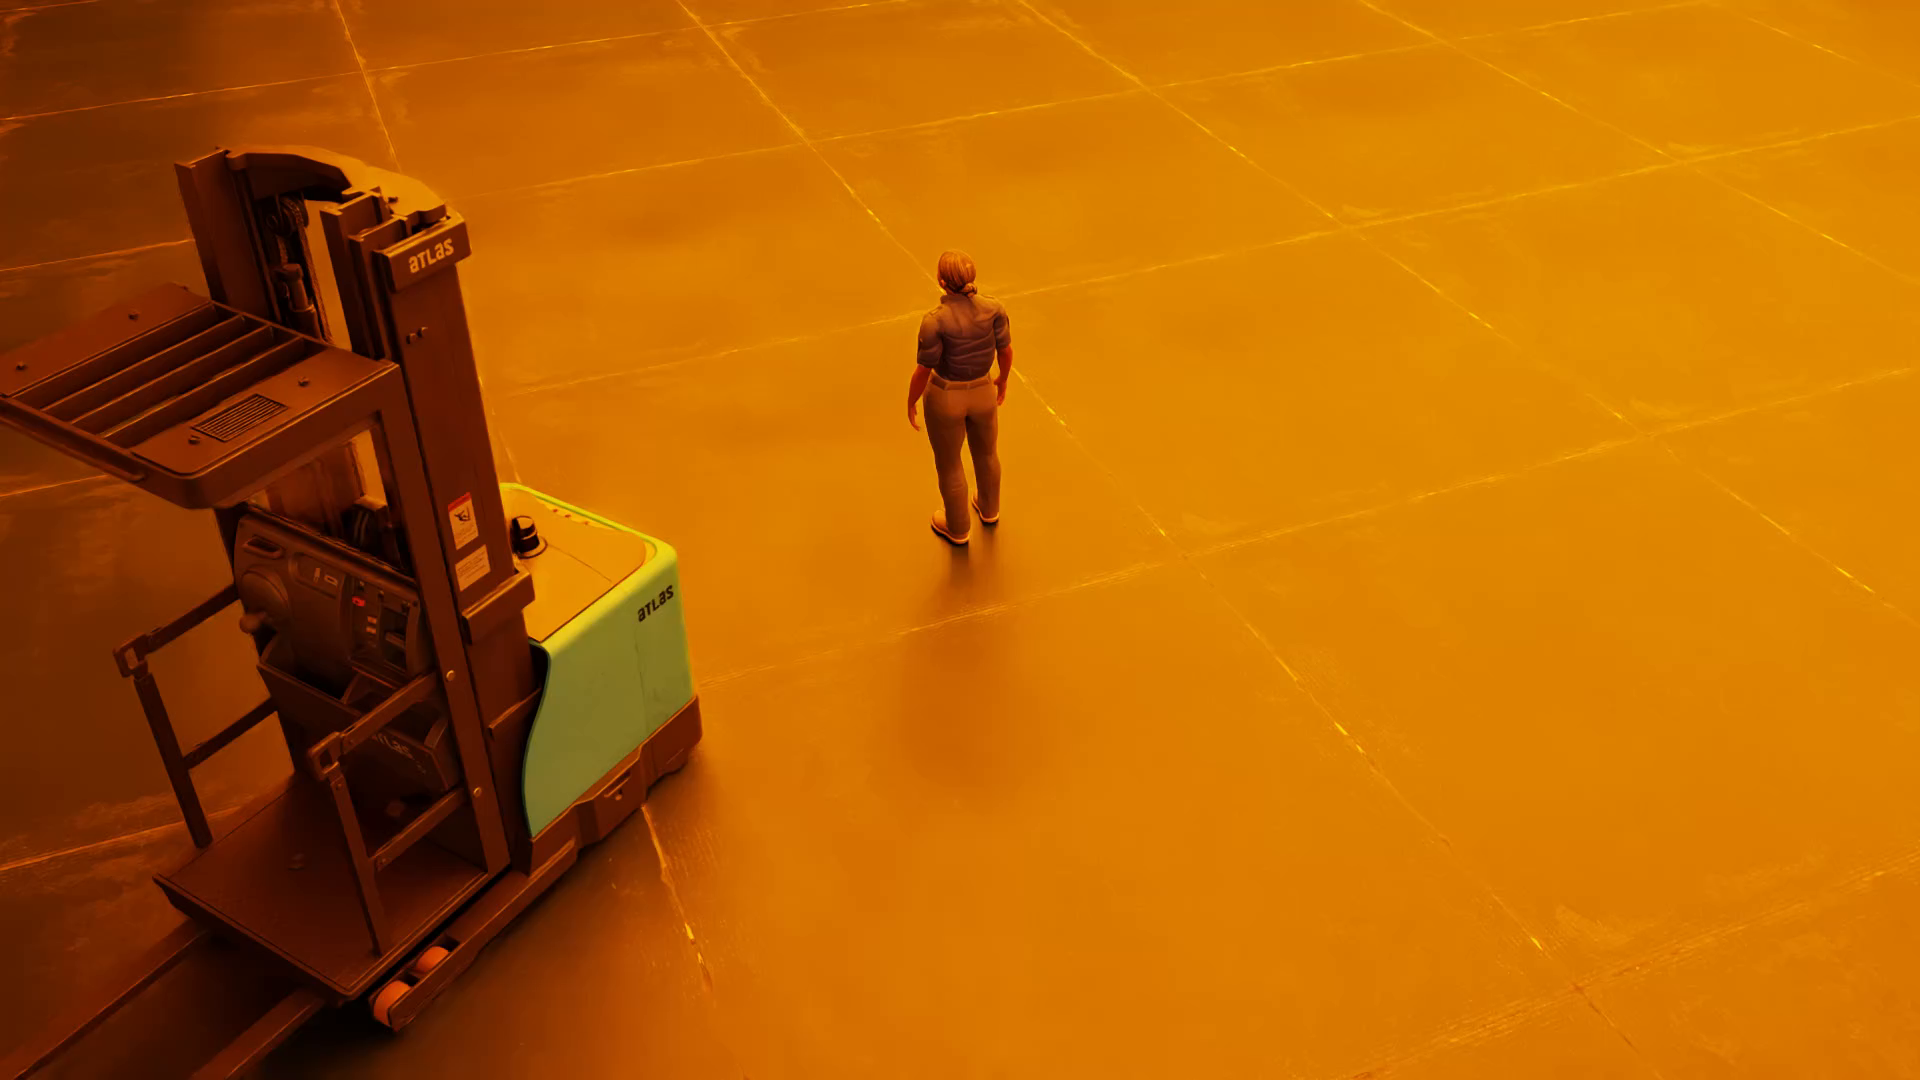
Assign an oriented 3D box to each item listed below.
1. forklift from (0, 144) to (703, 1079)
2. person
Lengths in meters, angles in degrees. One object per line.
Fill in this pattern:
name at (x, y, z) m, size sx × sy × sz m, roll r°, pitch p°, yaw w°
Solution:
forklift at (-2.335, 0.284, 5.699) m, size 1.130 × 2.935 × 3.031 m, roll 20°, pitch 40°, yaw 26°
person at (-0.016, -0.731, 8.216) m, size 0.569 × 1.654 × 0.504 m, roll -14°, pitch 38°, yaw -19°
